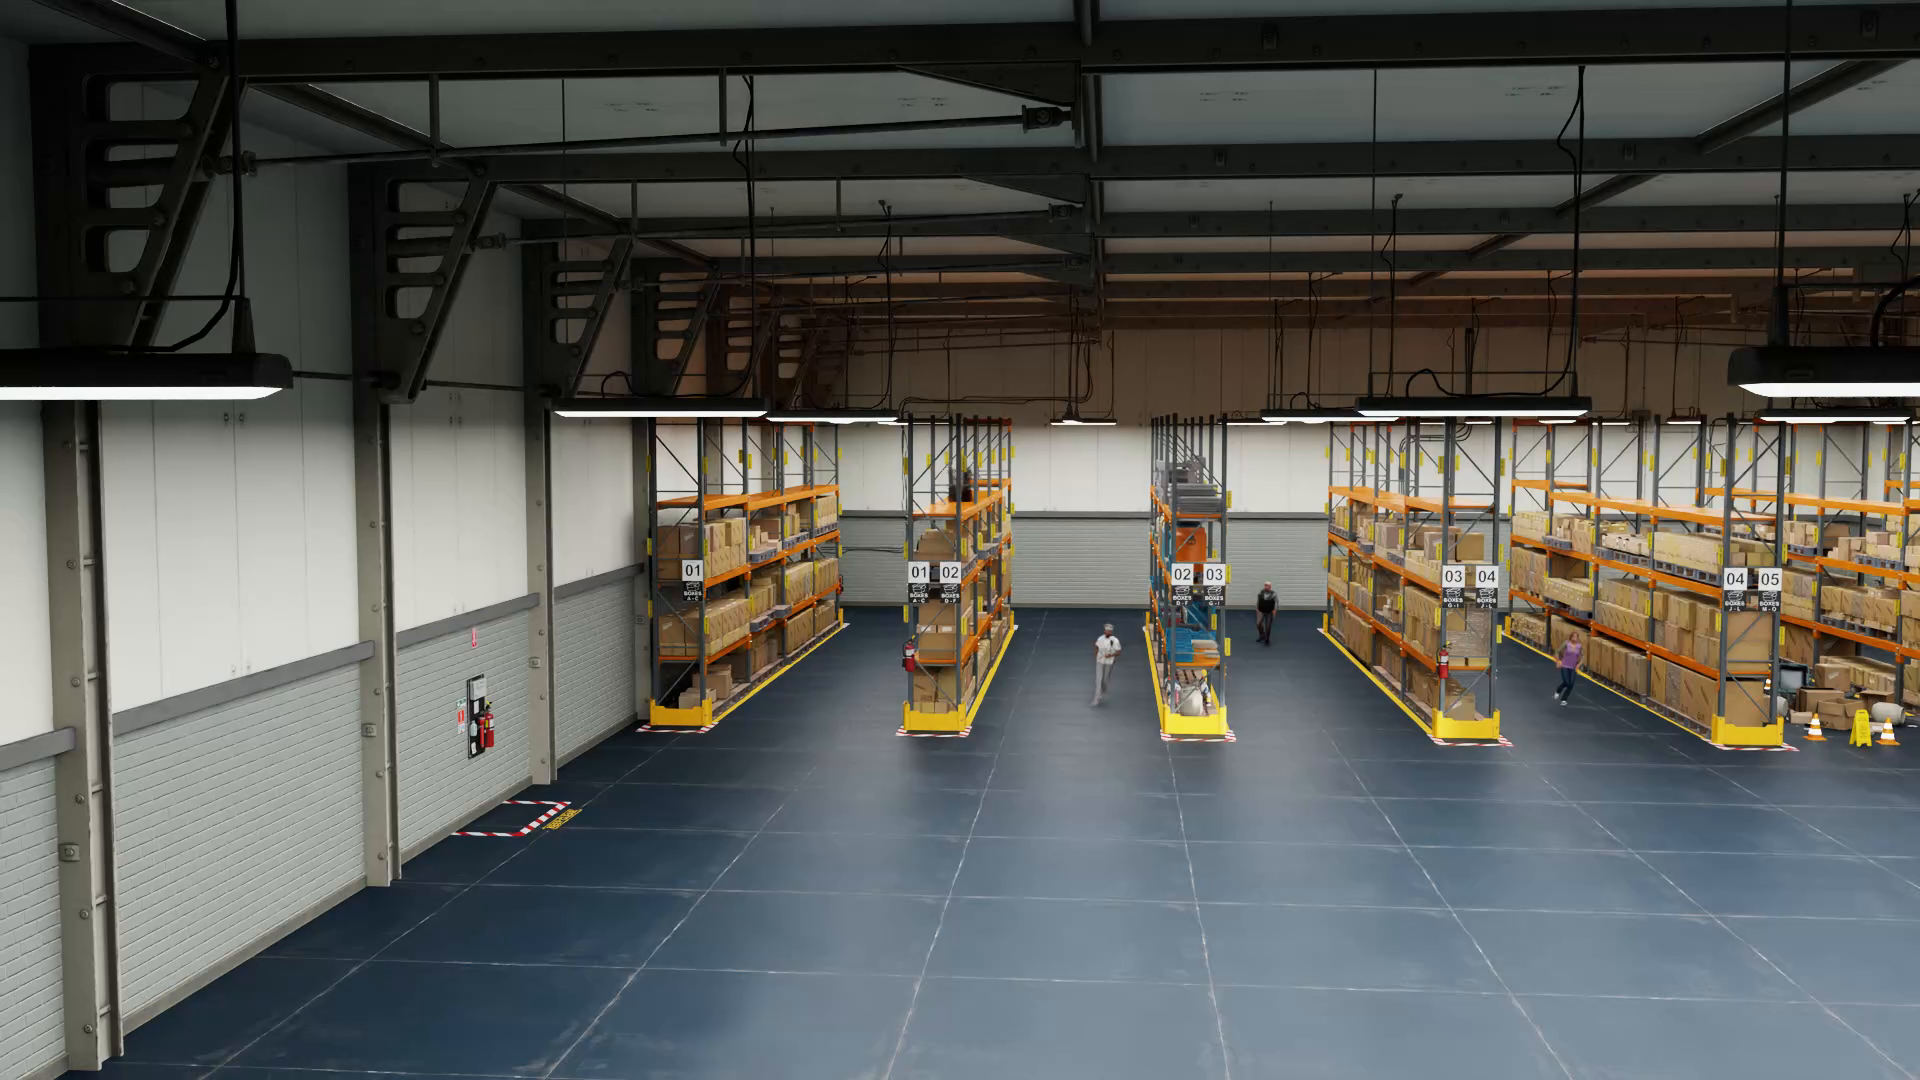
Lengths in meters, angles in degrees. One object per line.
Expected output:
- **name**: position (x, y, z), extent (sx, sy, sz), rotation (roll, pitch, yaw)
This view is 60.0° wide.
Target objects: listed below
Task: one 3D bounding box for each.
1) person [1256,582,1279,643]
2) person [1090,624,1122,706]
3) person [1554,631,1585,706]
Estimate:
- **person**: position (8.137, 1.917, 44.046), extent (0.651, 1.664, 0.740), rotation (1, 4, 18)
- **person**: position (3.059, 2.567, 34.582), extent (0.614, 1.687, 0.889), rotation (1, 4, 10)
- **person**: position (12.590, 2.652, 34.281), extent (0.563, 1.521, 0.504), rotation (0, 4, 0)
